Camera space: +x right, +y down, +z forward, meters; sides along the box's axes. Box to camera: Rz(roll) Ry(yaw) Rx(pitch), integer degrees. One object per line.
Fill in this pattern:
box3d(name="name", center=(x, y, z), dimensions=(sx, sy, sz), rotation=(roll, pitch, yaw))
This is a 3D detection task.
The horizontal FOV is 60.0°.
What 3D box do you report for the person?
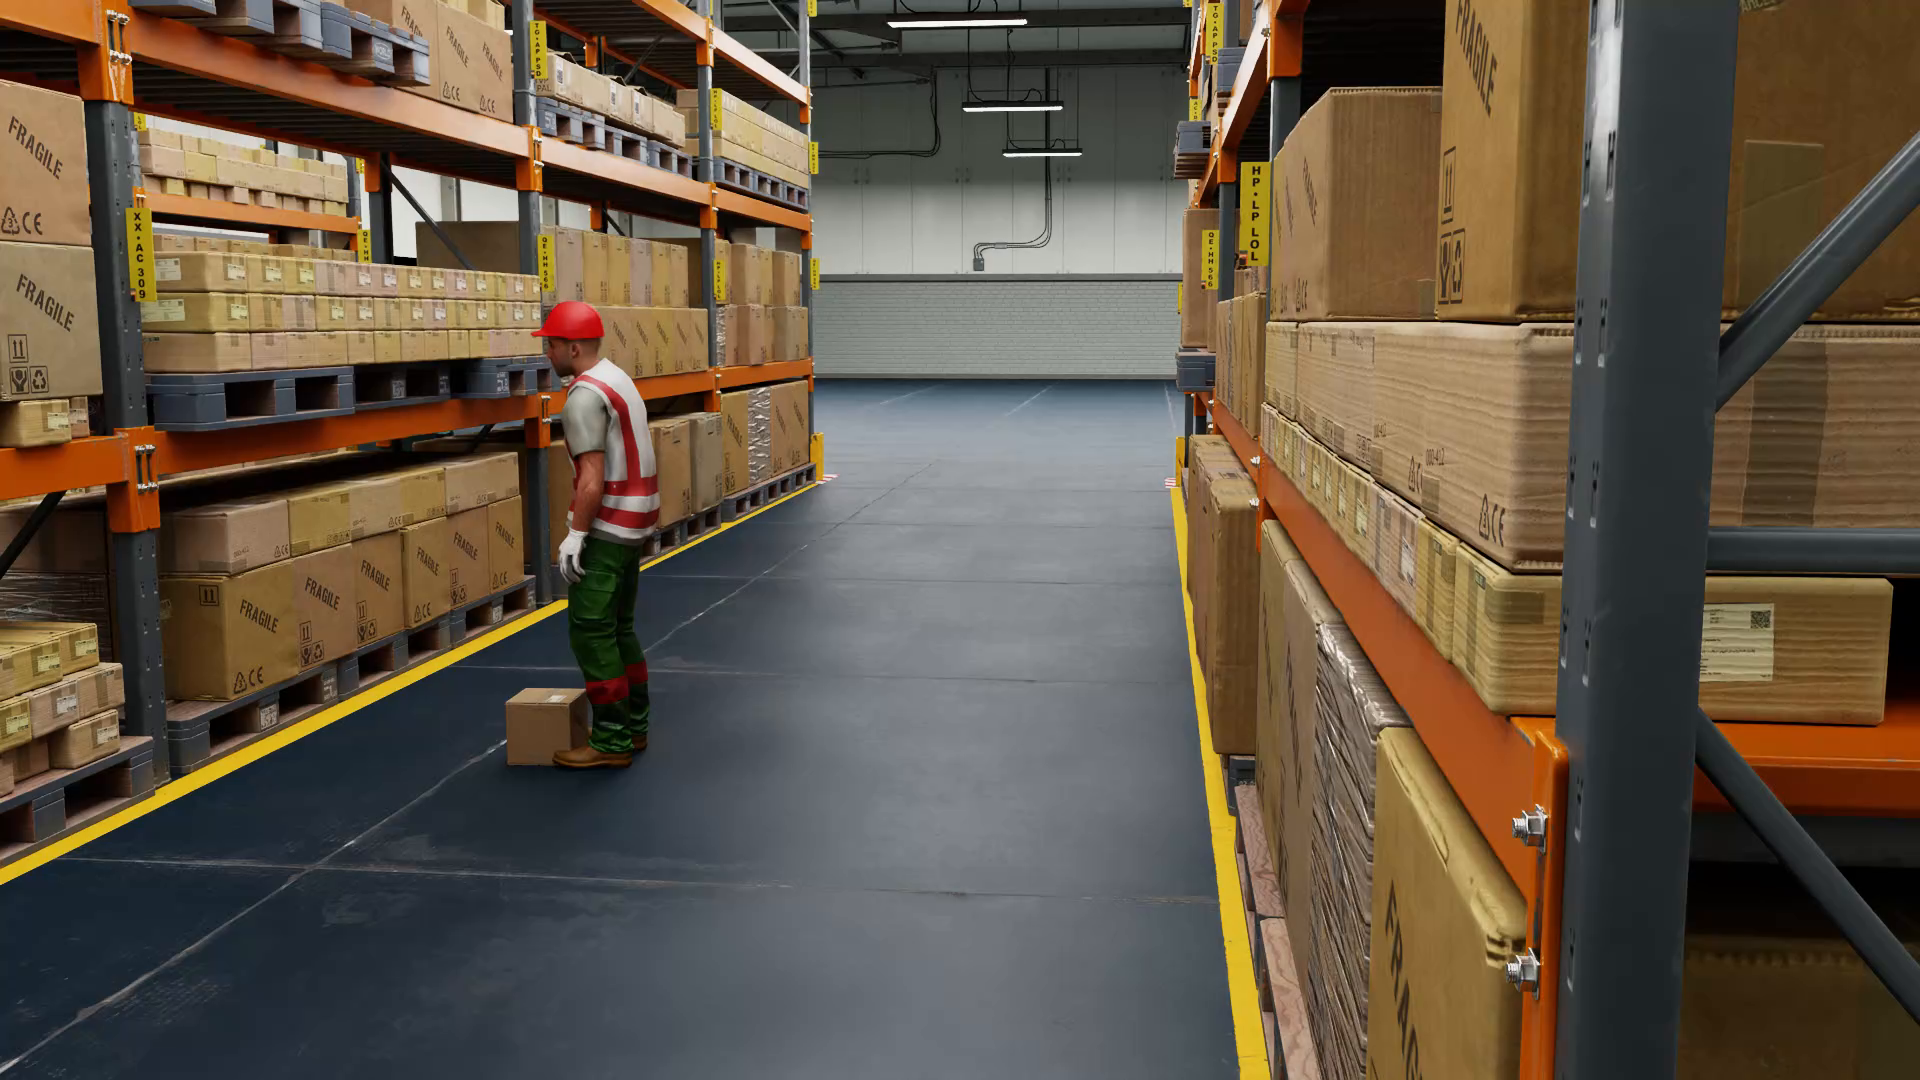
box3d(name="person", center=(-1.395, -0.023, 6.405), dimensions=(0.456, 1.778, 0.616), rotation=(1, 8, 5))
